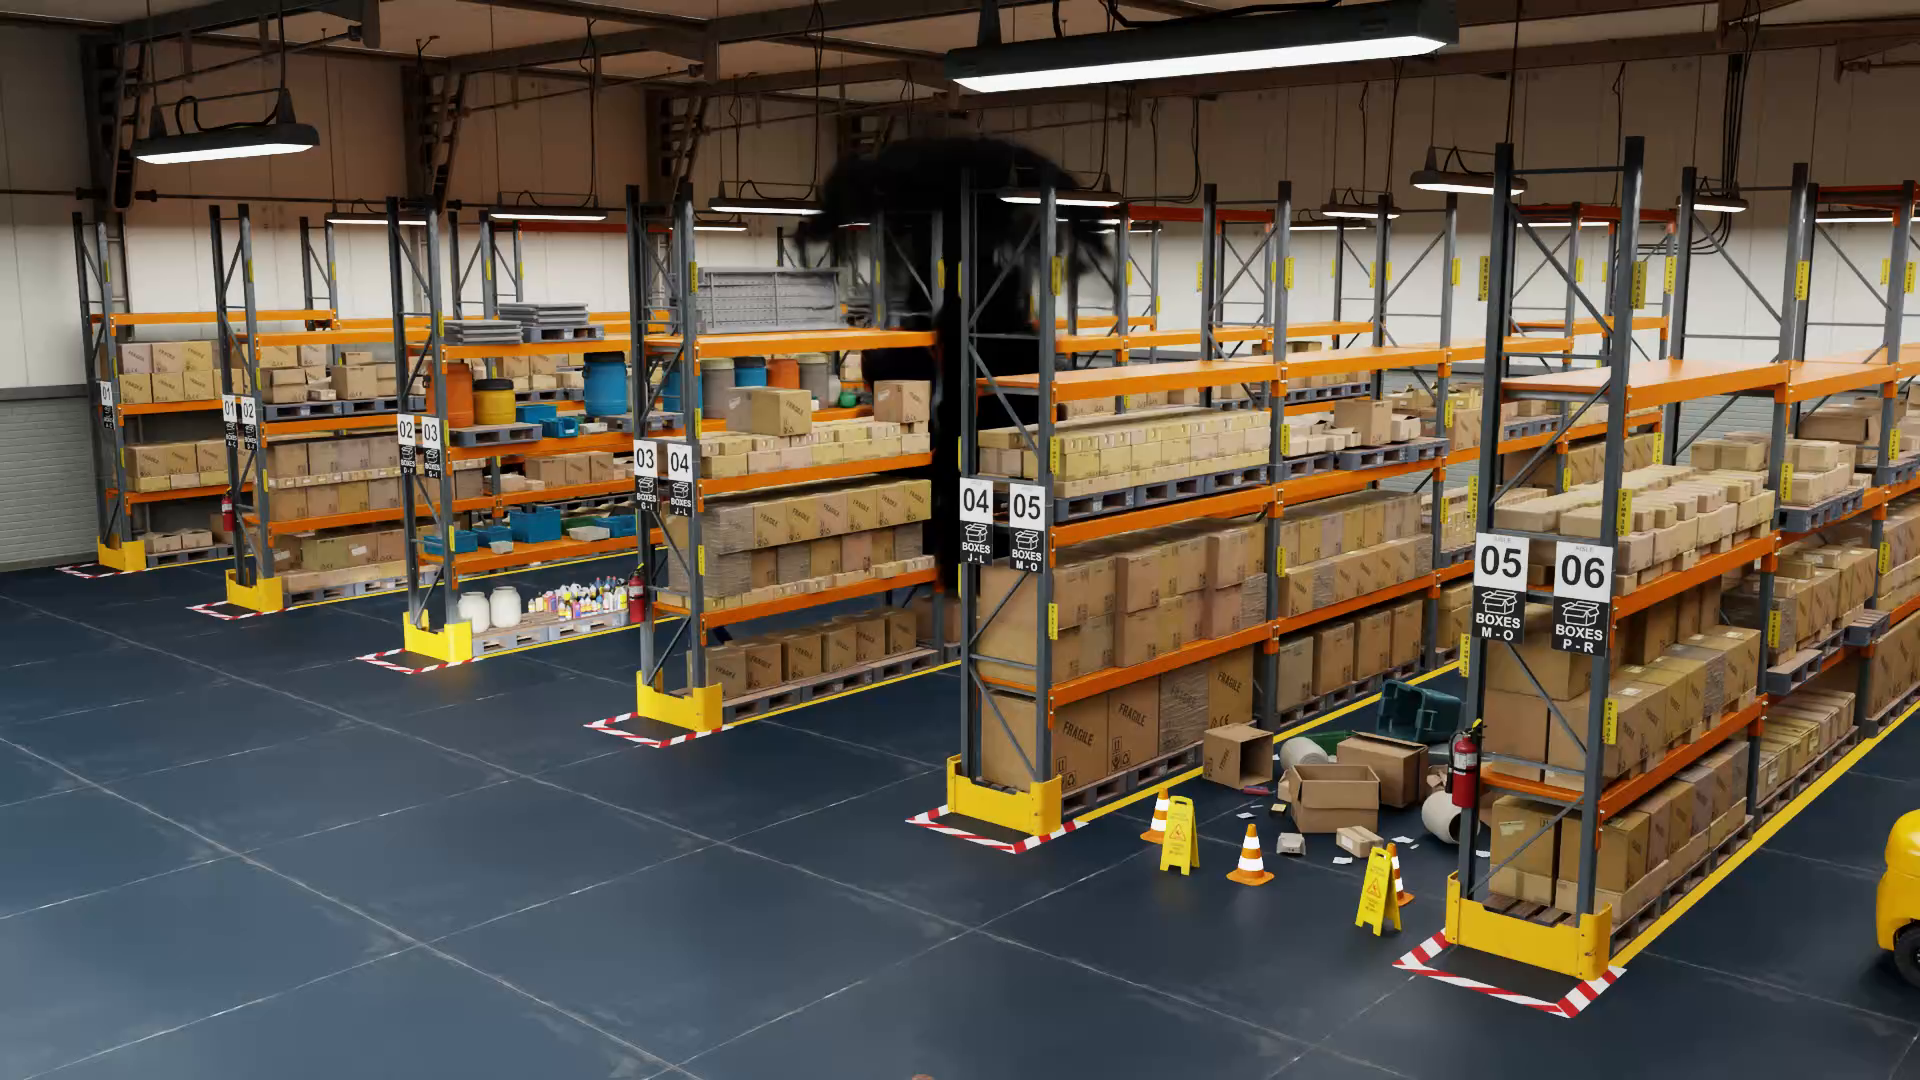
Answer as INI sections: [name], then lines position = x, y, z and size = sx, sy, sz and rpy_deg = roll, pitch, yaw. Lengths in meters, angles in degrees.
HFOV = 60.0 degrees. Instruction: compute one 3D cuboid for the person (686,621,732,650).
[person]
position = -3.183, 0.854, 21.275
size = 0.584, 1.710, 0.752
rpy_deg = 7, 12, 35
